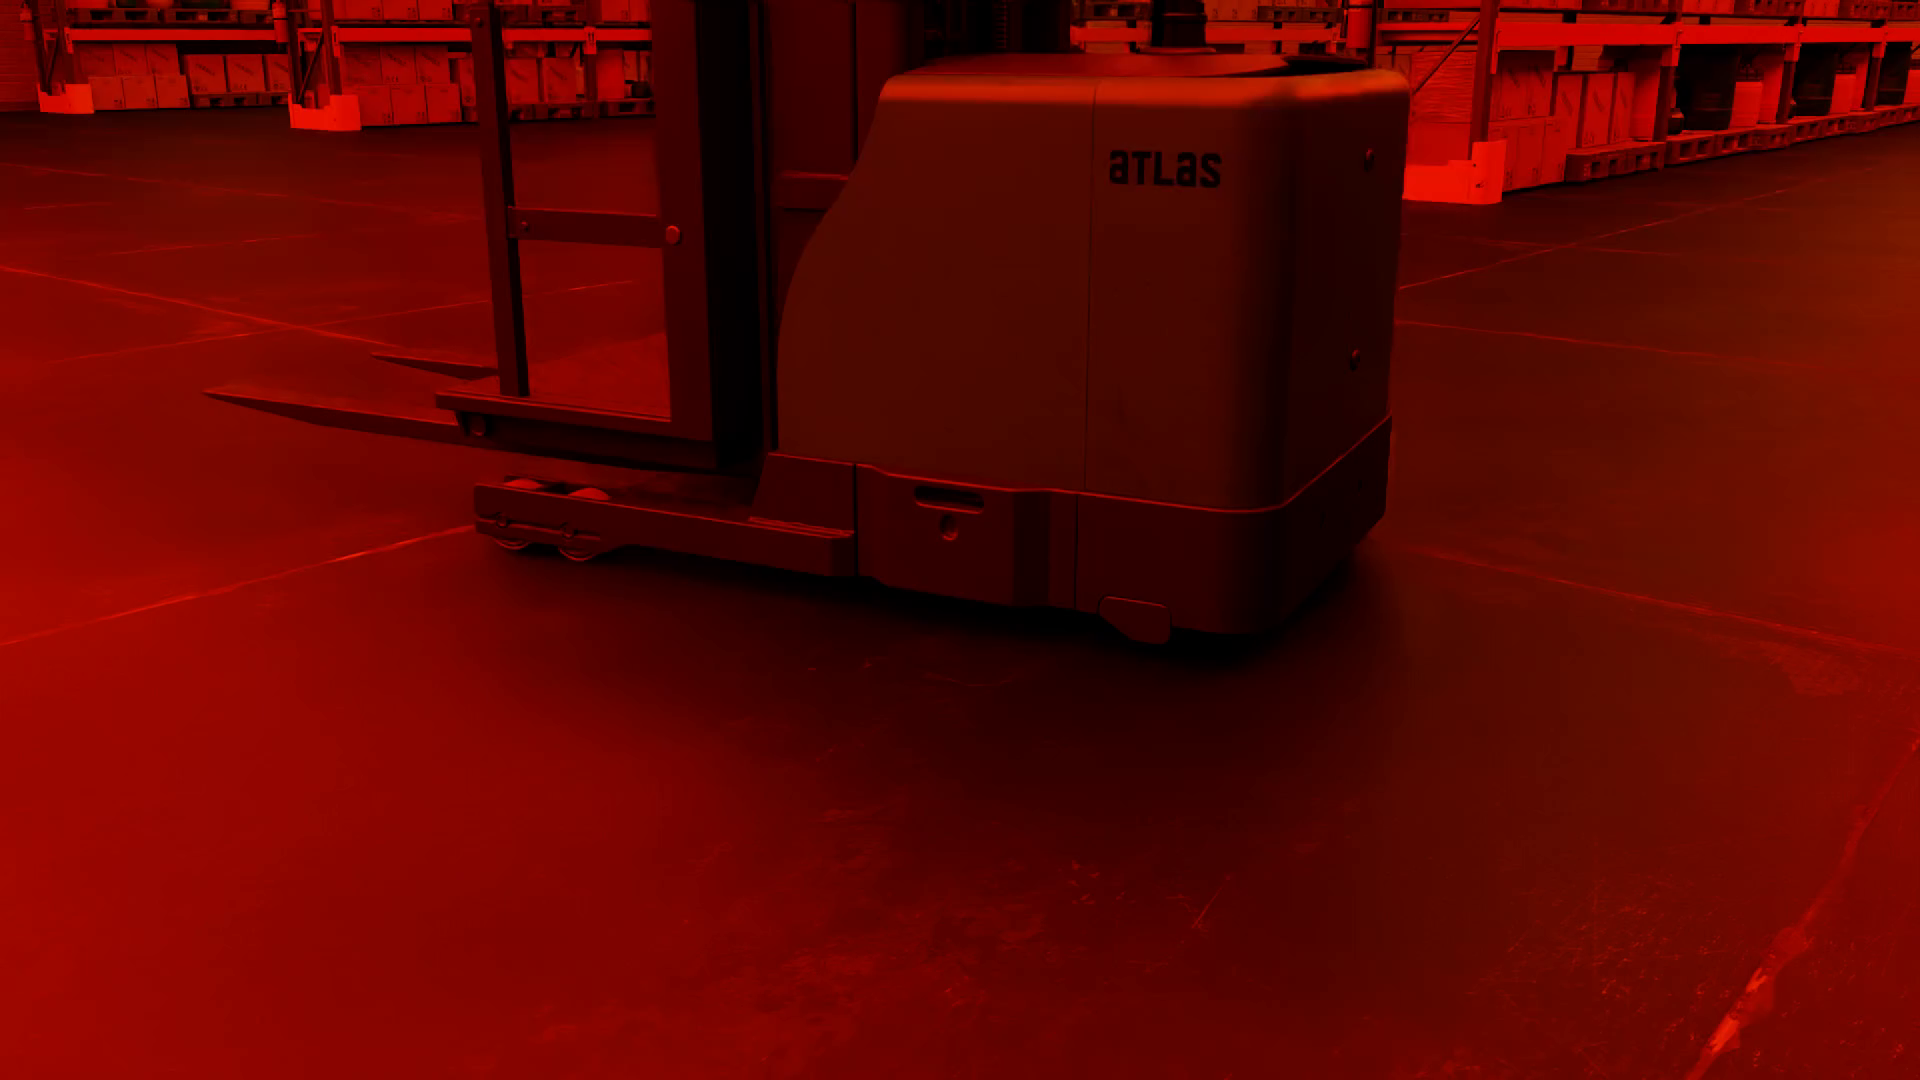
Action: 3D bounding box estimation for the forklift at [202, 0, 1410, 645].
[{"bbox_3d":[-0.553,-1.480,3.771,3.031,2.935,1.130,8,19,26],"label":"forklift"}]
